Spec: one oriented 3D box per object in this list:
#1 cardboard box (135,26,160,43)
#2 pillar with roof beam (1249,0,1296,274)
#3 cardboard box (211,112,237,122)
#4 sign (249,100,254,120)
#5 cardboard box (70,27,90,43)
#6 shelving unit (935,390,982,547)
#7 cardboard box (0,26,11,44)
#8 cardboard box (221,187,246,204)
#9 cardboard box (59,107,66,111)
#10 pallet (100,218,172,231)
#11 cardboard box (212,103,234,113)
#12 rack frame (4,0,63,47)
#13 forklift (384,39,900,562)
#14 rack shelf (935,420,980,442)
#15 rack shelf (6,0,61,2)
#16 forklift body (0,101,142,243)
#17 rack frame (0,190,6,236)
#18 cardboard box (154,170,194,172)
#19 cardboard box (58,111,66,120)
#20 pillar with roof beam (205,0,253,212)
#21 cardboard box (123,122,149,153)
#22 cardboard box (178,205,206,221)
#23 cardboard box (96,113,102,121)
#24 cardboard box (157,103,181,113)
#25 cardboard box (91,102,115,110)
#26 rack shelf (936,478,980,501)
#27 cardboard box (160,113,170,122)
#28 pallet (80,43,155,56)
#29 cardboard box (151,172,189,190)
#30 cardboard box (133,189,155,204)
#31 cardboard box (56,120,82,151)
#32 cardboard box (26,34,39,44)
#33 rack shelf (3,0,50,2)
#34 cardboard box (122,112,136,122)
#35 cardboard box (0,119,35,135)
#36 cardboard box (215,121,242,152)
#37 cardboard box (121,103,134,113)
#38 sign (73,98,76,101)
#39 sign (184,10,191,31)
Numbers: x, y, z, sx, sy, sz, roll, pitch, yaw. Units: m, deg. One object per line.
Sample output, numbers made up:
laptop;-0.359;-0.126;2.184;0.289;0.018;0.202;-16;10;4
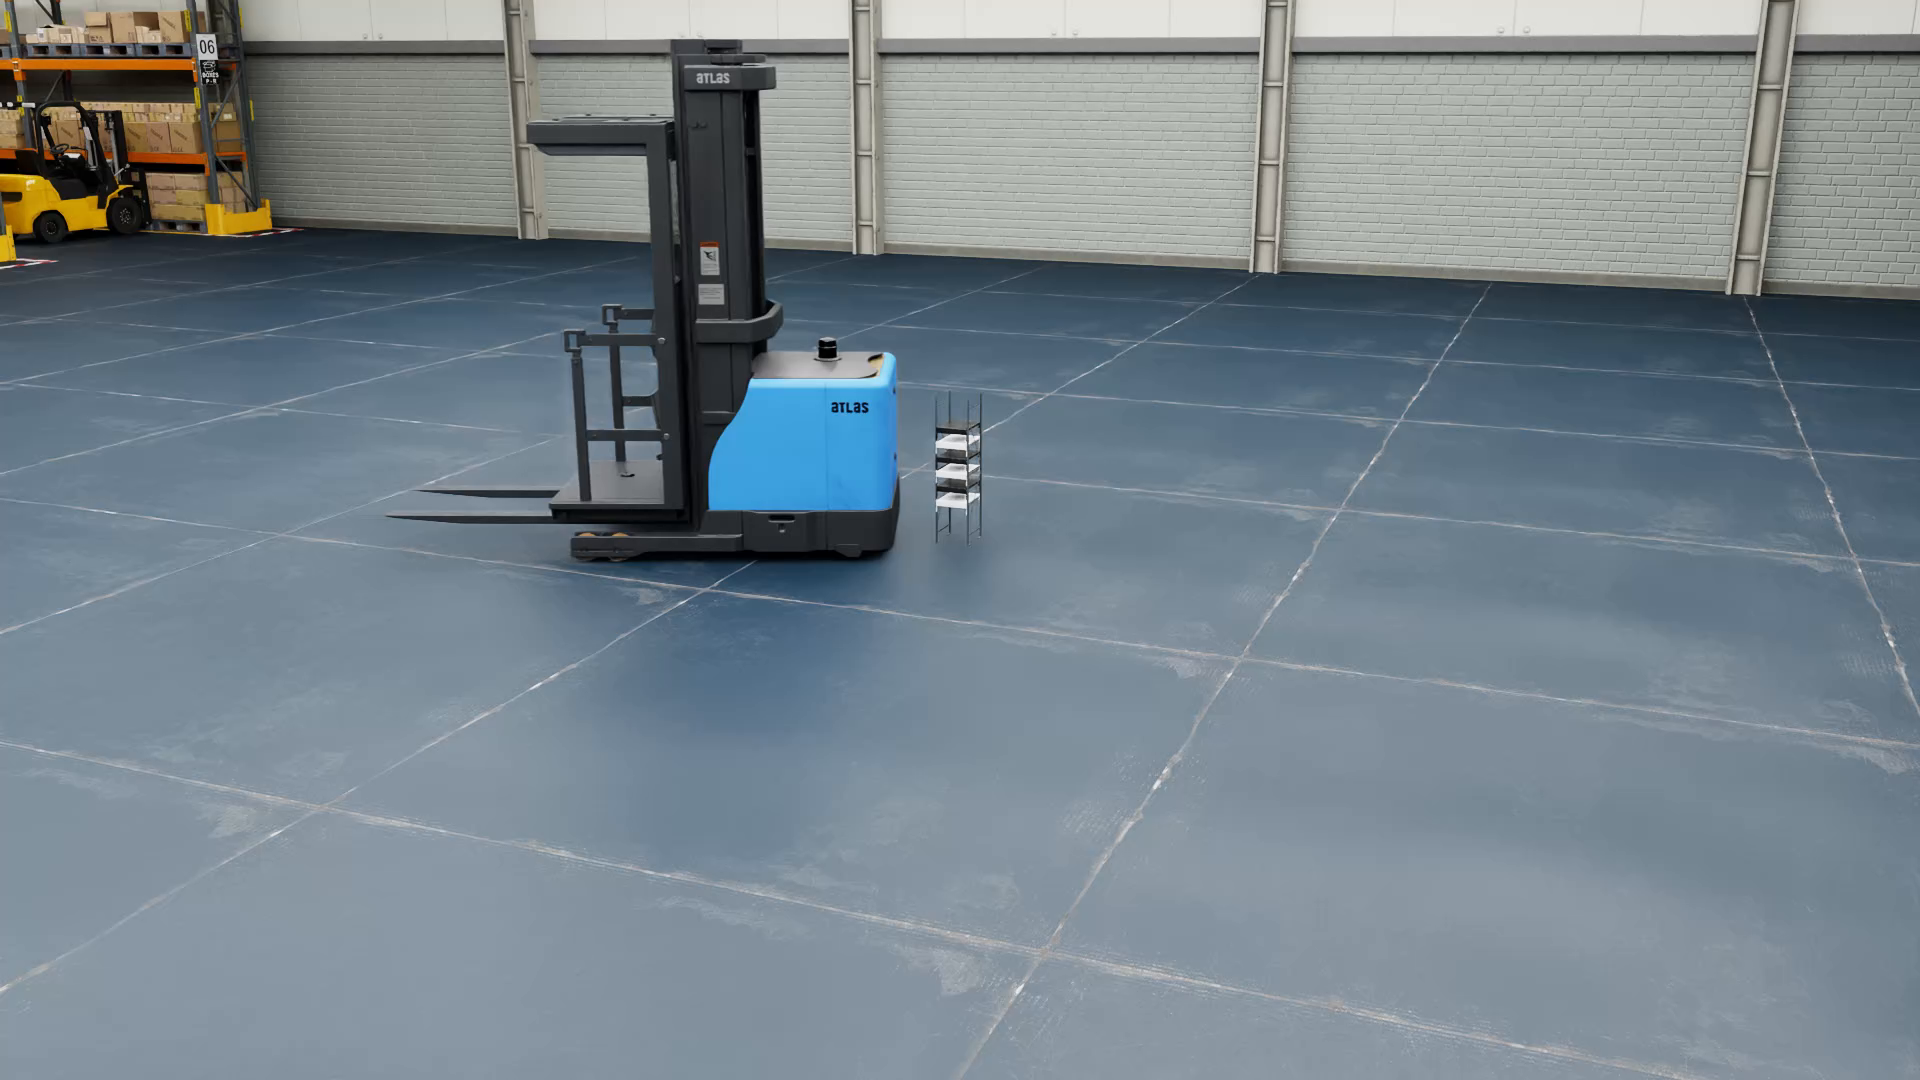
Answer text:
cardboard box;-13.337;-8.333;27.425;0.258;0.266;0.396;6;17;21
pillar with roof beam;2.629;-6.904;17.813;0.400;9.000;9.100;6;17;21
cardboard box;-12.439;-7.137;28.034;0.250;0.149;0.380;6;17;19
sign;-12.009;-7.272;28.149;0.005;0.325;0.100;6;17;21
cardboard box;-14.670;-8.480;27.931;0.258;0.266;0.396;6;17;19
shelving unit;-0.008;-0.433;10.051;0.210;0.900;0.258;6;17;21
cardboard box;-16.702;-8.743;28.756;0.500;0.311;0.500;6;17;19
cardboard box;-12.580;-5.899;28.394;0.500;0.250;0.500;7;17;22
cardboard box;-15.235;-7.450;28.580;0.250;0.149;0.380;6;17;20
pallet;-14.076;-5.529;28.840;1.213;0.211;1.003;6;17;21
cardboard box;-12.453;-7.268;27.951;0.250;0.149;0.380;6;17;20
rack frame;-15.940;-9.966;28.360;0.127;3.000;1.000;6;17;21
forklift;-1.904;-1.427;9.832;3.031;2.935;1.130;0;16;1
rack shelf;-0.008;-0.660;9.985;0.200;0.077;0.258;6;17;21
rack shelf;-14.079;-9.223;27.812;4.000;0.370;1.077;6;17;21
forklift body;-14.652;-5.989;26.944;1.214;2.155;2.313;6;17;21
rack frame;-14.036;-5.388;23.352;0.127;3.000;1.000;6;17;21
cardboard box;-13.524;-6.239;28.670;0.500;0.250;0.500;6;17;20
cardboard box;-15.246;-7.298;28.588;0.250;0.149;0.380;6;17;21
pillar with roof beam;-14.115;-8.745;24.156;0.400;9.000;9.100;6;17;21
cardboard box;-13.729;-6.813;28.084;0.500;0.500;0.500;6;17;20
cardboard box;-12.772;-5.523;27.995;0.500;0.250;0.500;6;17;21
cardboard box;-14.559;-7.205;28.268;0.250;0.149;0.380;6;17;19
cardboard box;-13.123;-7.197;27.707;0.250;0.149;0.380;7;17;22
cardboard box;-14.524;-7.366;28.291;0.250;0.149;0.380;6;17;20
rack shelf;-0.008;-0.315;10.085;0.200;0.077;0.258;6;17;21
cardboard box;-13.111;-7.059;27.765;0.250;0.149;0.380;7;17;22
pallet;-14.006;-8.277;28.082;1.213;0.211;1.003;6;17;21
cardboard box;-13.239;-6.054;28.031;0.500;0.250;0.500;7;17;22
cardboard box;-13.737;-5.867;28.284;0.500;0.250;0.500;6;17;19
cardboard box;-15.132;-6.970;28.625;0.500;0.500;0.500;7;17;22
cardboard box;-15.634;-8.529;28.312;0.250;0.149;0.380;7;17;22
rack shelf;-17.800;-9.633;29.221;4.000;0.370;1.077;6;17;21
cardboard box;-13.846;-7.123;27.985;0.250;0.149;0.380;6;17;21
cardboard box;-16.490;-7.237;29.093;0.500;0.250;0.500;6;17;19
cardboard box;-12.578;-6.846;28.196;0.500;0.500;0.500;7;18;22
cardboard box;-13.853;-7.264;27.940;0.250;0.149;0.380;7;17;22
sign;-15.737;-7.682;29.561;0.005;0.325;0.100;6;17;21
sign;-12.431;-8.364;26.777;0.005;0.325;0.100;6;17;21
